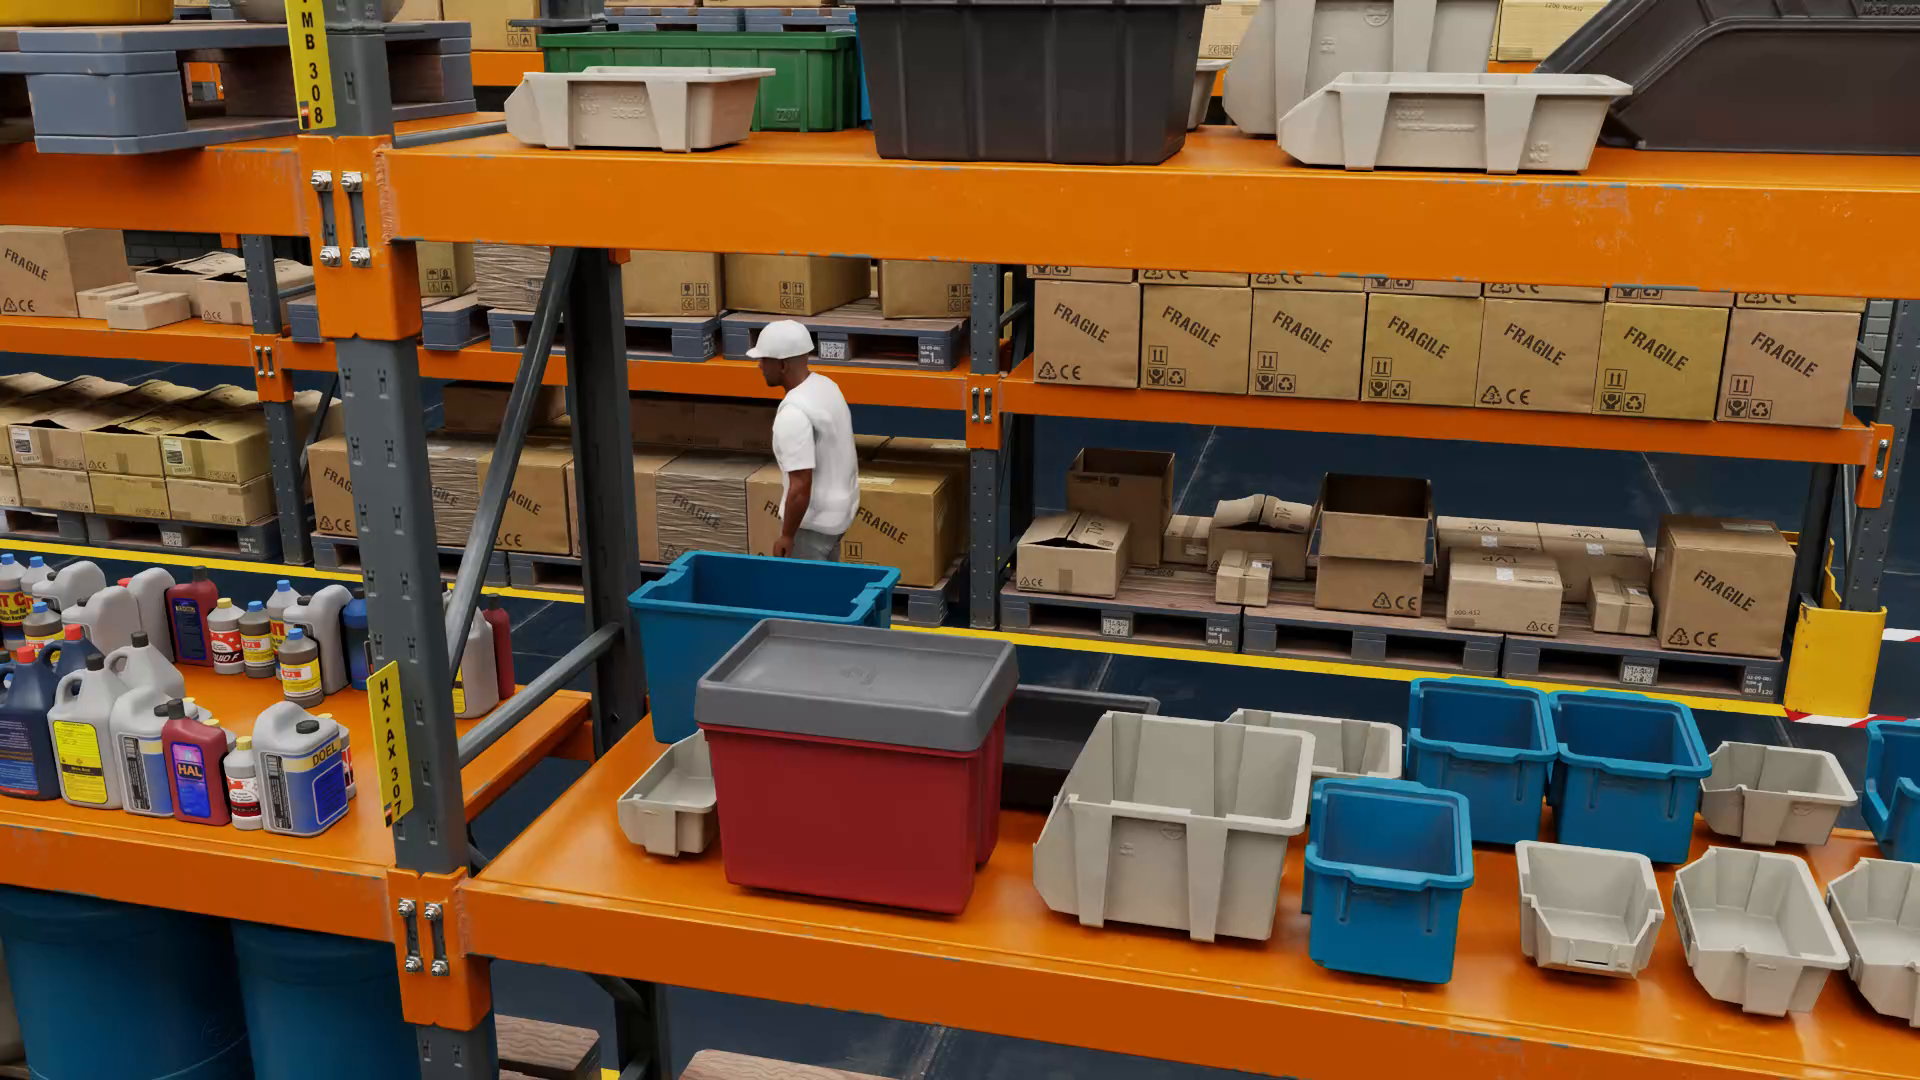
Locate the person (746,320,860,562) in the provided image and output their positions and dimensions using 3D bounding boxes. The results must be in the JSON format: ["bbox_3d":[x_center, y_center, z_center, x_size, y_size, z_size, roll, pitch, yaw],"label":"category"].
[{"bbox_3d":[-0.681,-0.100,7.334,0.458,1.760,0.635,4,19,11],"label":"person"}]
